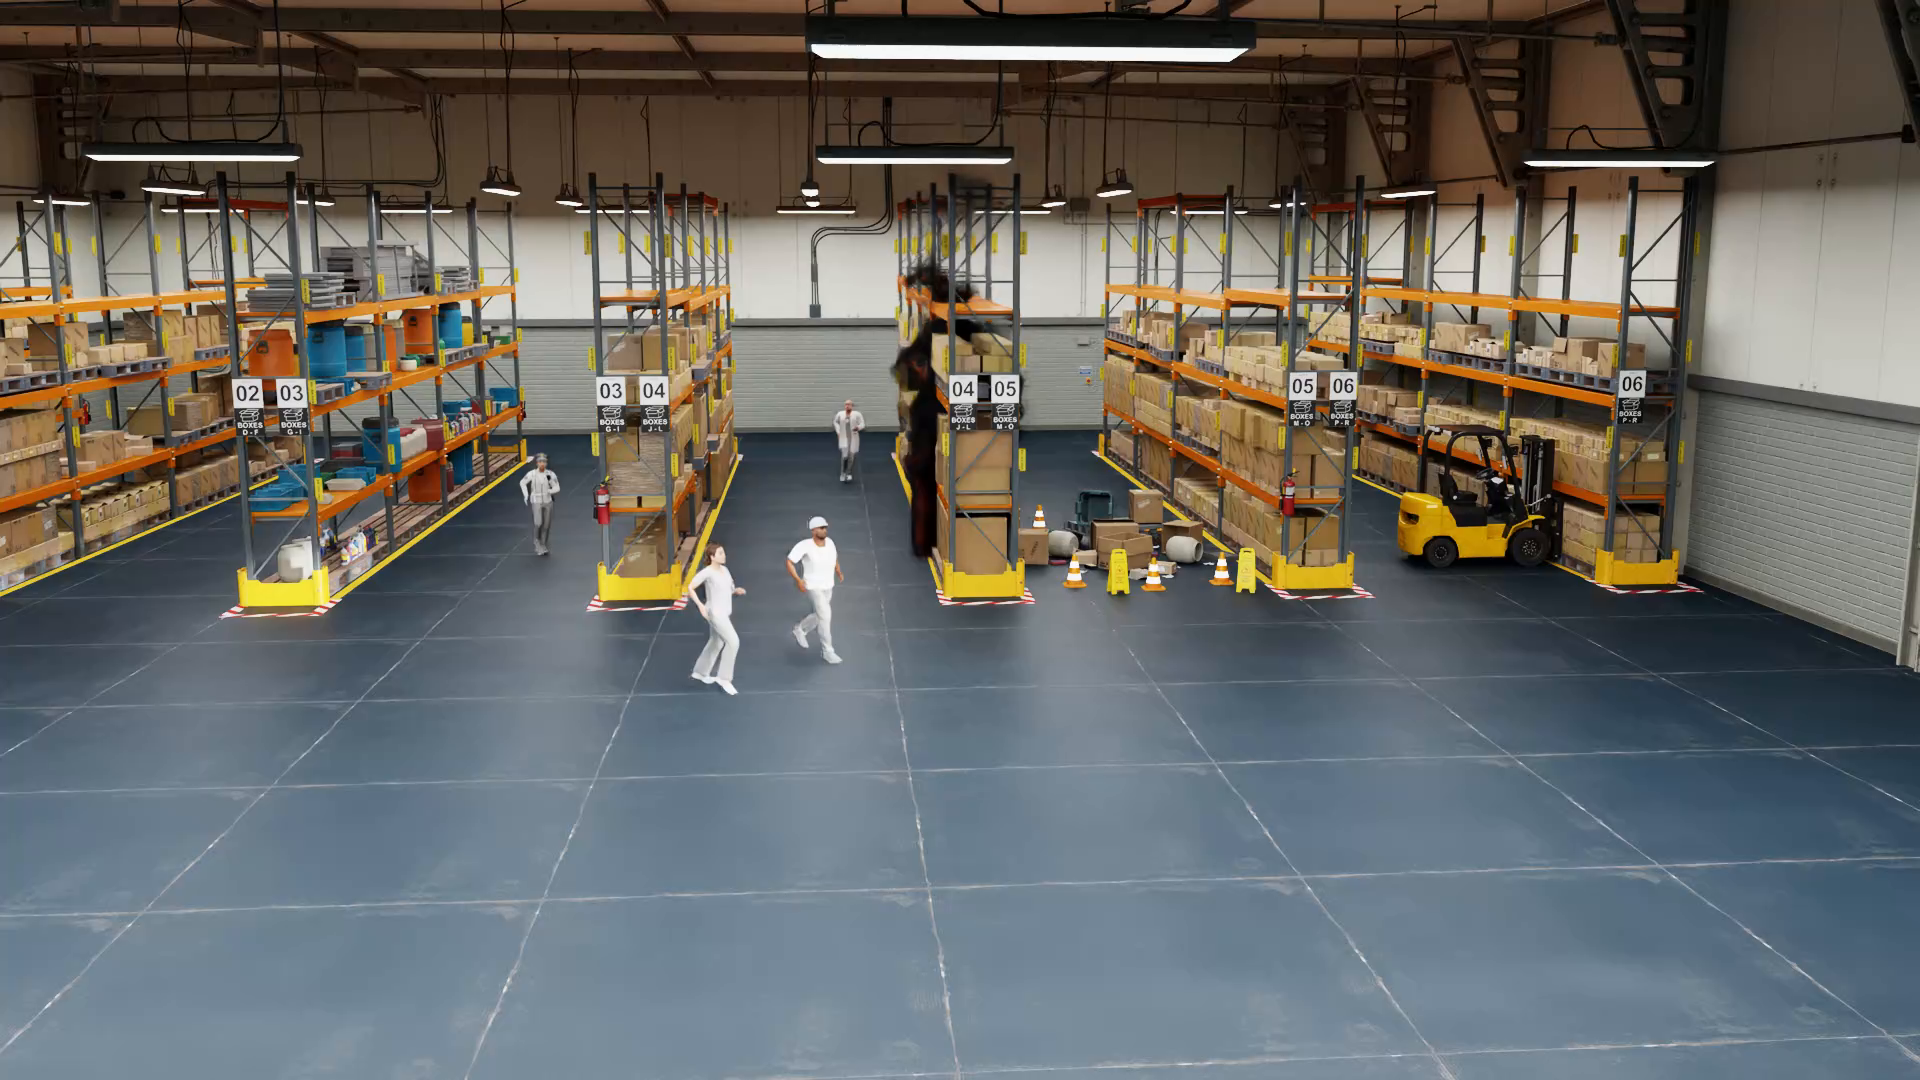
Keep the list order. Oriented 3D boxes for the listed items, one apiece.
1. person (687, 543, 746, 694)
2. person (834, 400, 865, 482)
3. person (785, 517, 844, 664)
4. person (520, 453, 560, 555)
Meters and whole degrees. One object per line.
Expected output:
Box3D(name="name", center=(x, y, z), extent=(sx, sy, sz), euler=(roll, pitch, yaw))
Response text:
Box3D(name="person", center=(-2.757, 0.910, 18.886), extent=(0.738, 1.674, 0.531), euler=(3, 11, 18))
Box3D(name="person", center=(-2.371, -2.115, 35.638), extent=(0.676, 1.777, 0.731), euler=(0, 10, -2))
Box3D(name="person", center=(-1.766, 0.584, 20.382), extent=(0.908, 1.775, 0.692), euler=(8, 13, 38))
Box3D(name="person", center=(-6.822, -0.588, 27.142), extent=(0.598, 1.669, 0.608), euler=(-4, 11, -22))
